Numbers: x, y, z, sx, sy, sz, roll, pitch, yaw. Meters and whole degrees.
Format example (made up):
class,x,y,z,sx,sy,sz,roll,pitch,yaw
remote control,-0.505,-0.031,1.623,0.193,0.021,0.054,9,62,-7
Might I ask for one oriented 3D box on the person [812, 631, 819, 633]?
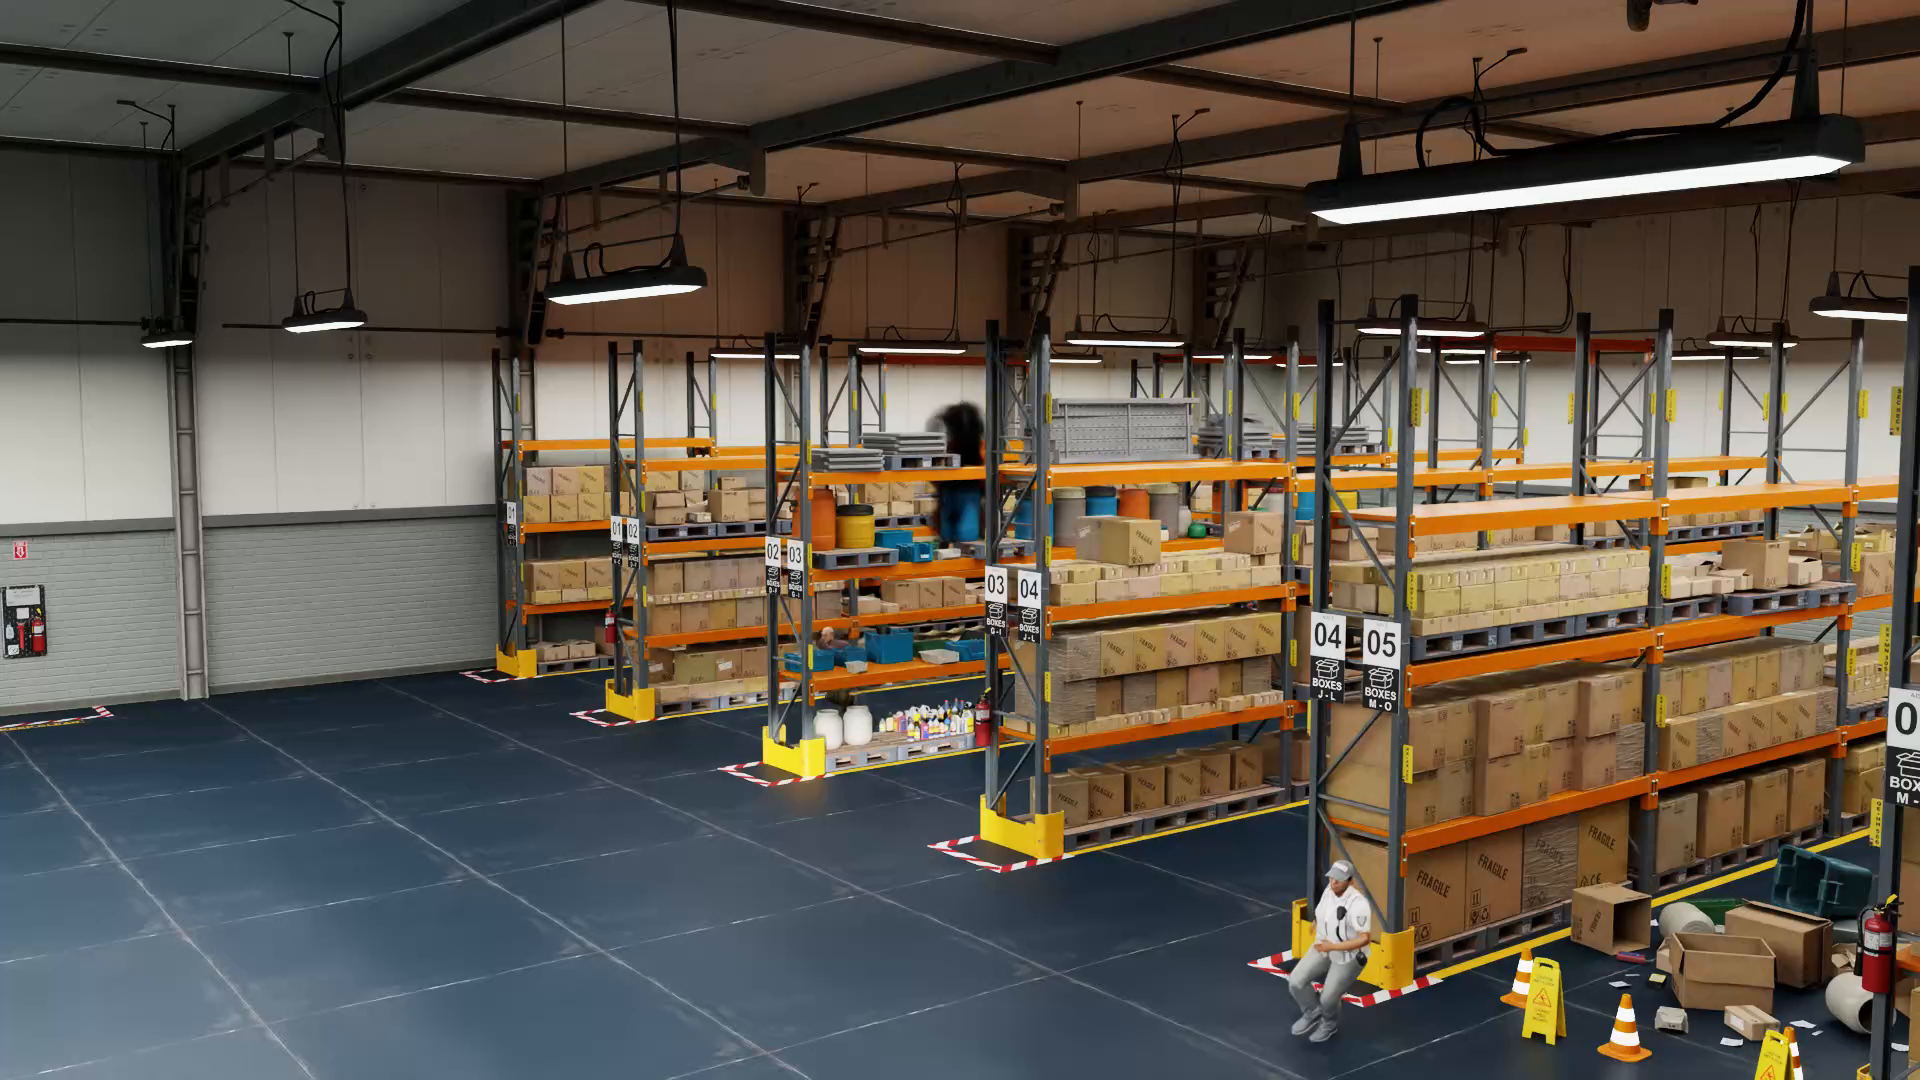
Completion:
class,x,y,z,sx,sy,sz,roll,pitch,yaw
person,-2.836,1.475,32.010,0.849,1.779,0.655,-4,7,-41

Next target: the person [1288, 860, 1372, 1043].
class,x,y,z,sx,sy,sz,roll,pitch,yaw
person,2.914,3.254,13.048,0.674,1.580,0.767,-5,7,-44

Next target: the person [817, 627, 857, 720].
class,x,y,z,sx,sy,sz,roll,pitch,yaw
person,-1.923,2.109,25.820,0.741,1.600,0.881,4,6,35
